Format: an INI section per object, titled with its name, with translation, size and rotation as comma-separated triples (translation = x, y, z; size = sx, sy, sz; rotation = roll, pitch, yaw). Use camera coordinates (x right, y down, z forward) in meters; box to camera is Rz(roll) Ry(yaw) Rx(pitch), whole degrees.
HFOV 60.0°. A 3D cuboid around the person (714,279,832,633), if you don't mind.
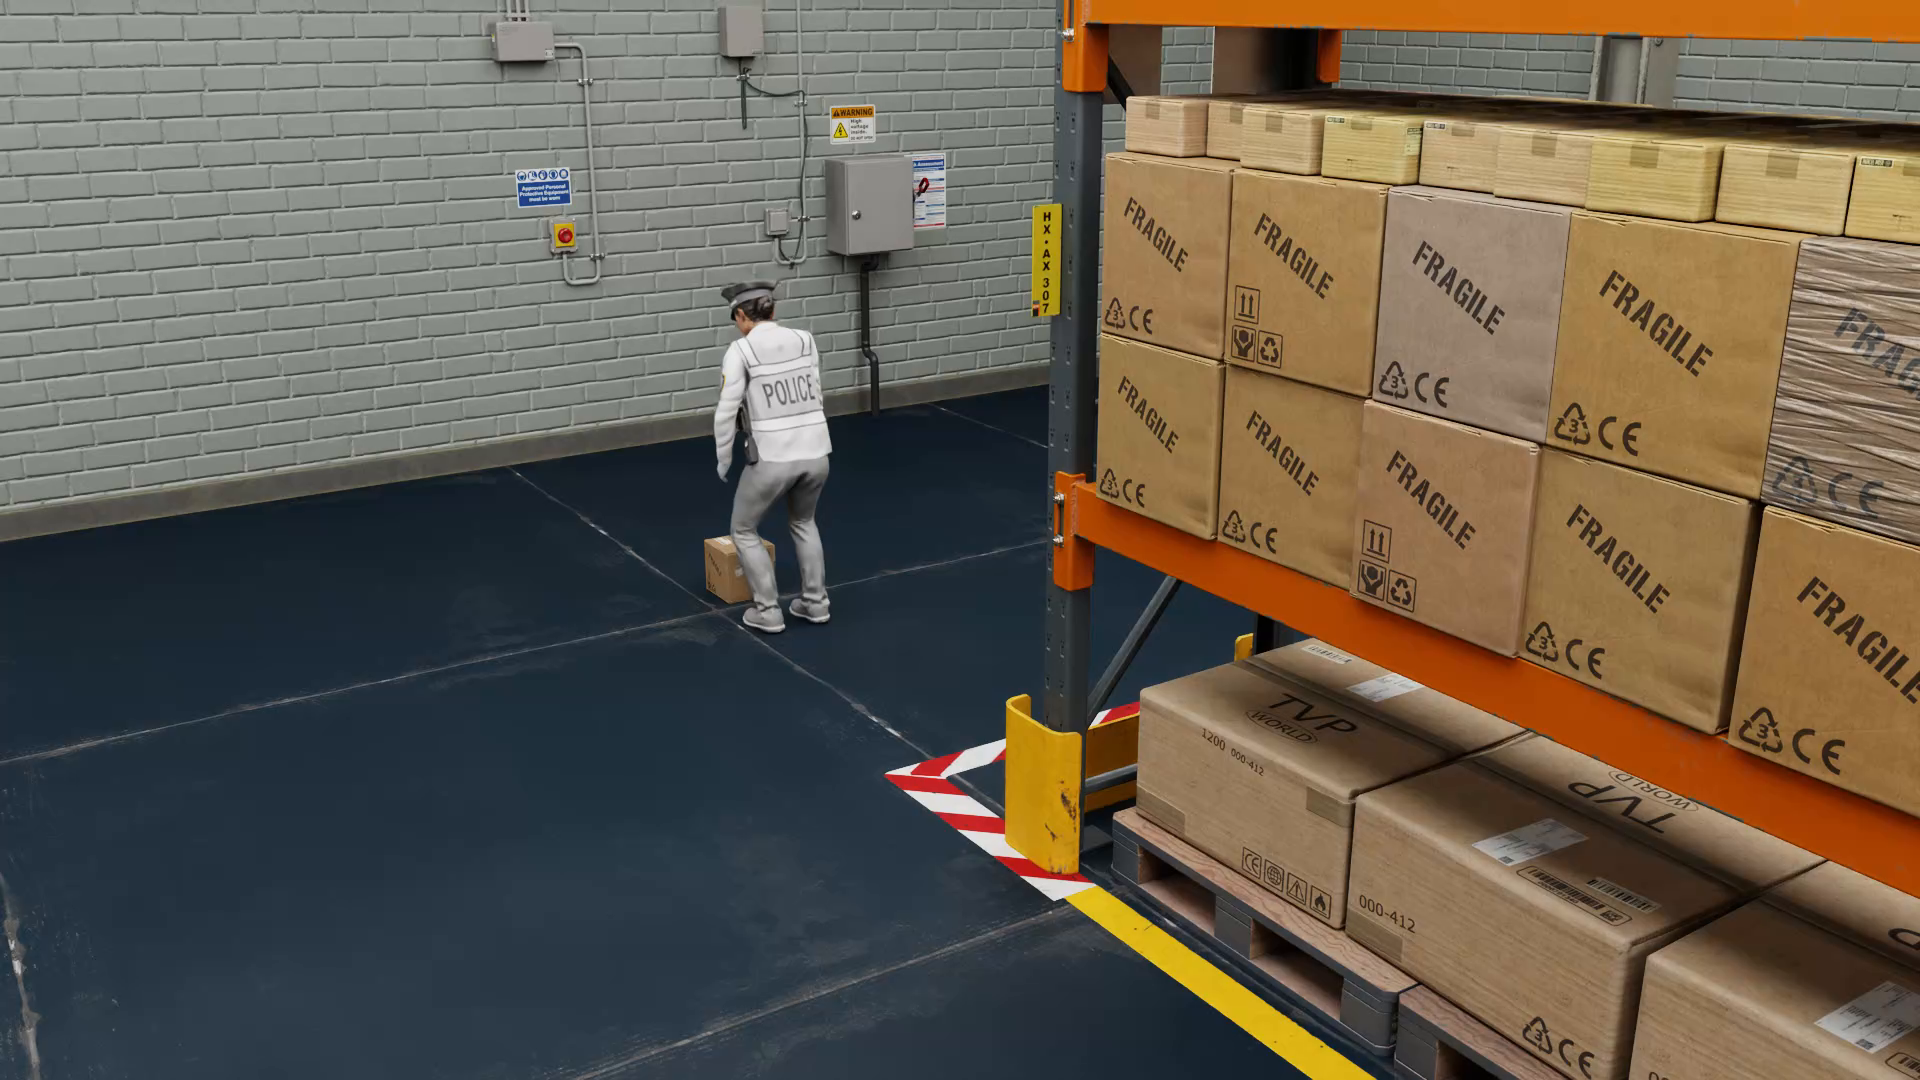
[person]
translation = -0.833, -0.366, 7.356
size = 0.520, 1.559, 0.548
rotation = -11, 21, -30
